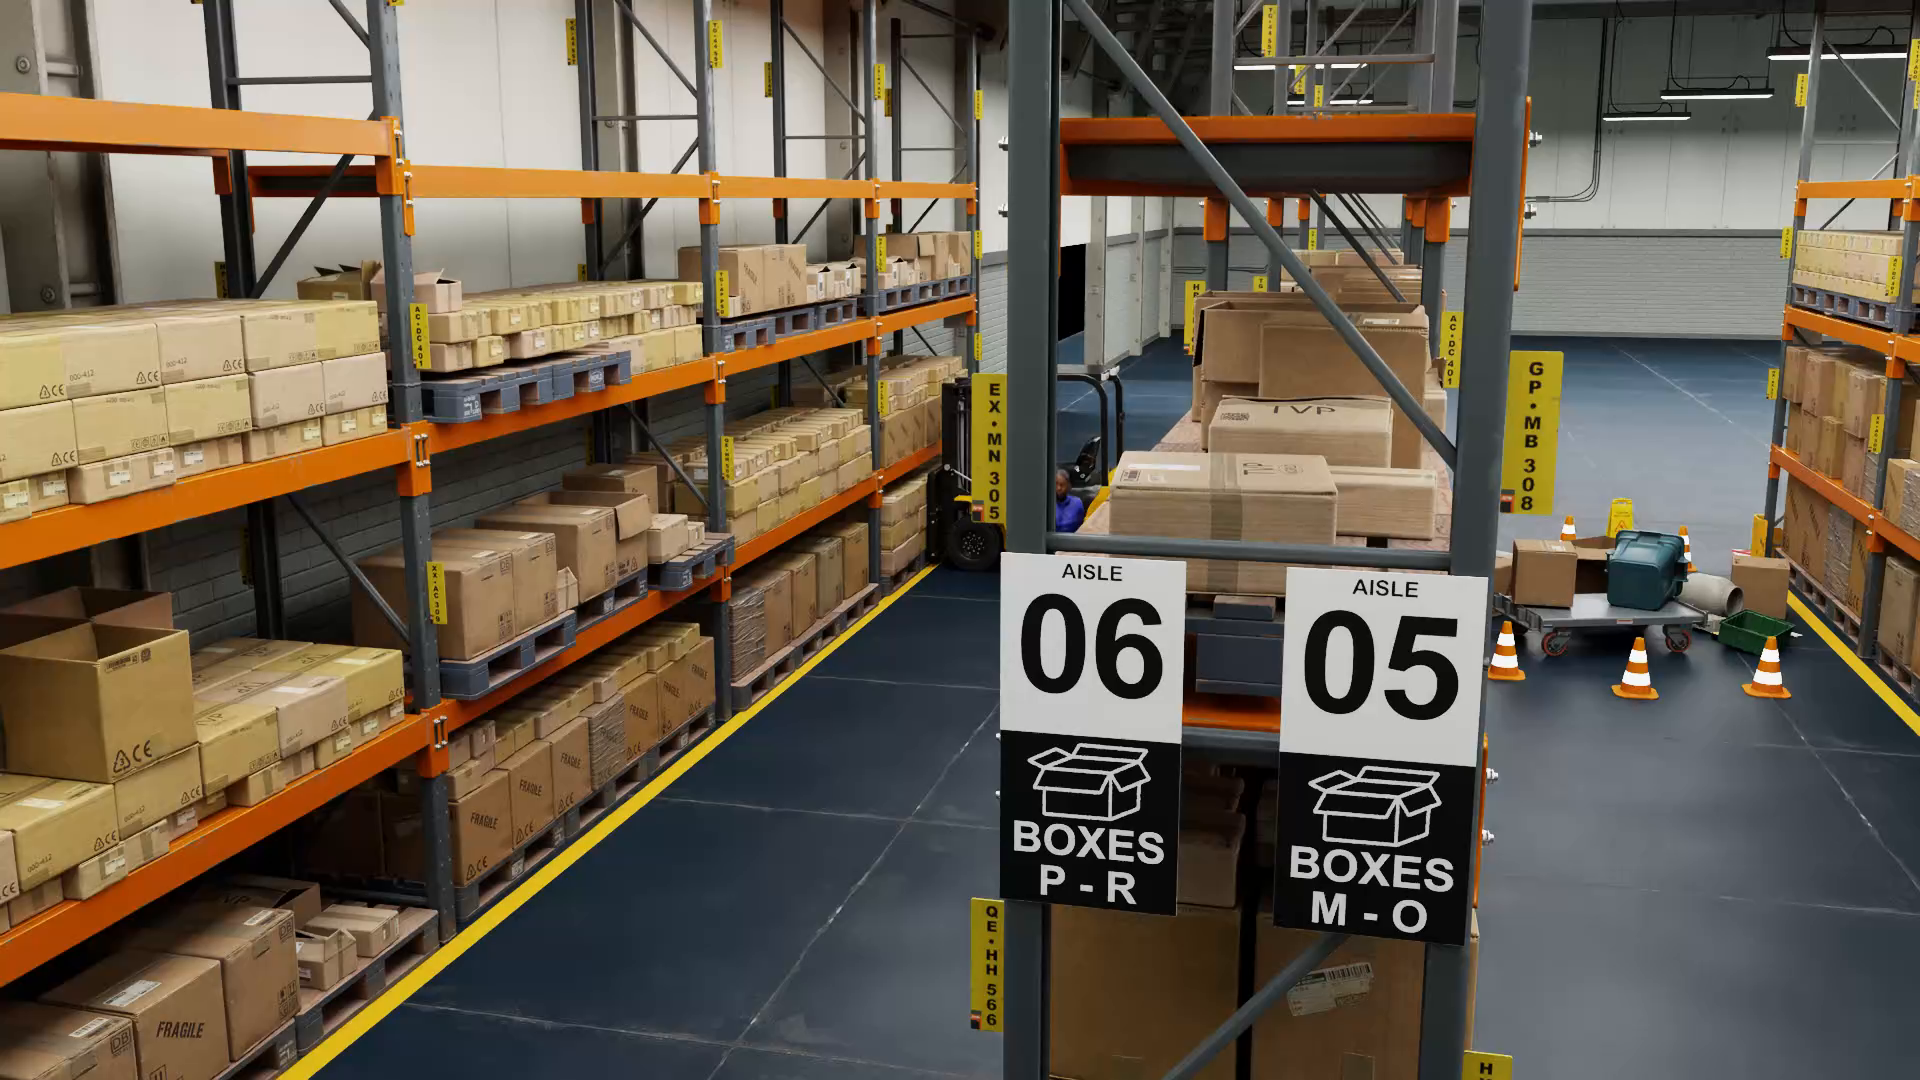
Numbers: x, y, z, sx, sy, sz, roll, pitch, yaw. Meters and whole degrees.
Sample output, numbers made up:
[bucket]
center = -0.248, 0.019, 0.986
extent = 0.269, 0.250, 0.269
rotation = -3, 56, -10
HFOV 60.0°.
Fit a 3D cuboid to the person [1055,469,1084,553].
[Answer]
[person]
center = 0.879, 0.203, 14.561
extent = 0.476, 1.694, 0.611
rotation = 0, 12, 0
